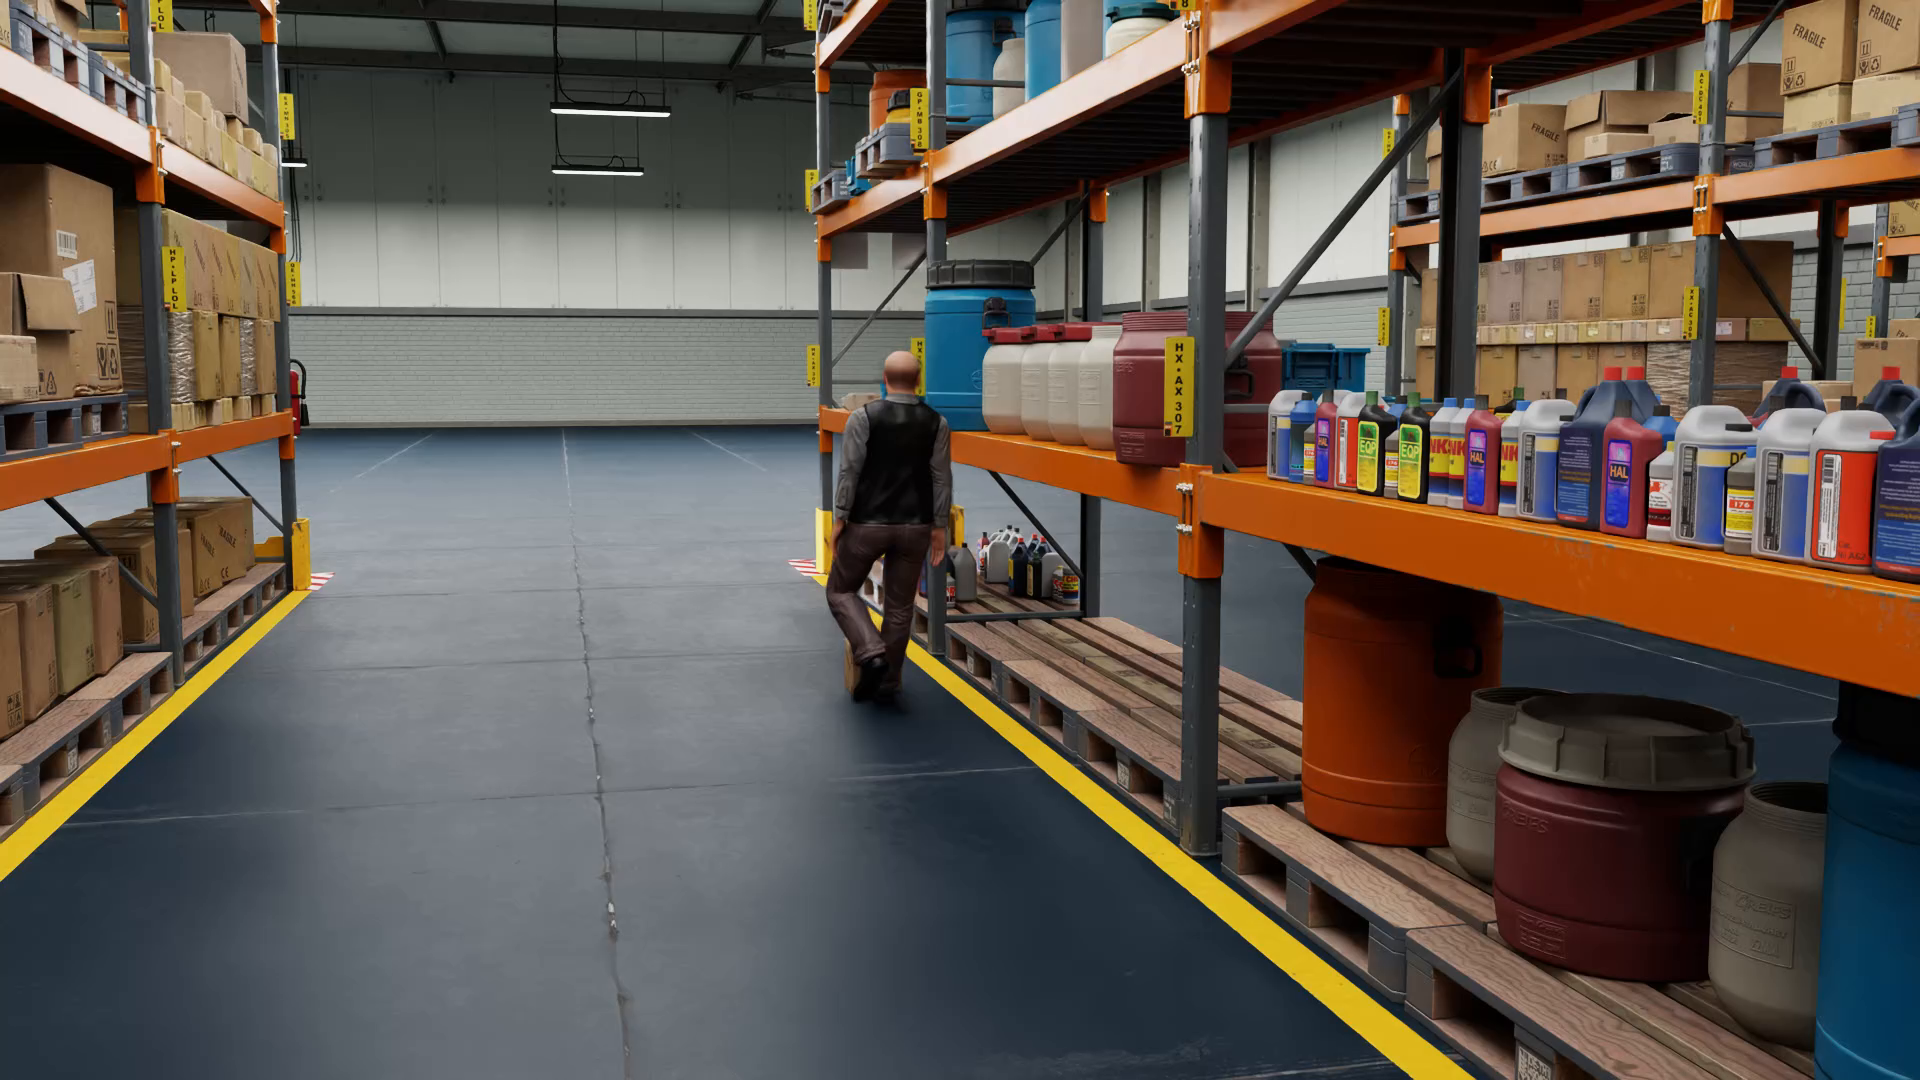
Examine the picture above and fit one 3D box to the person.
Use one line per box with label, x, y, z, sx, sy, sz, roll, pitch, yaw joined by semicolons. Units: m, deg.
person;-0.357;-0.052;8.028;0.584;1.711;0.551;-2;6;-18
